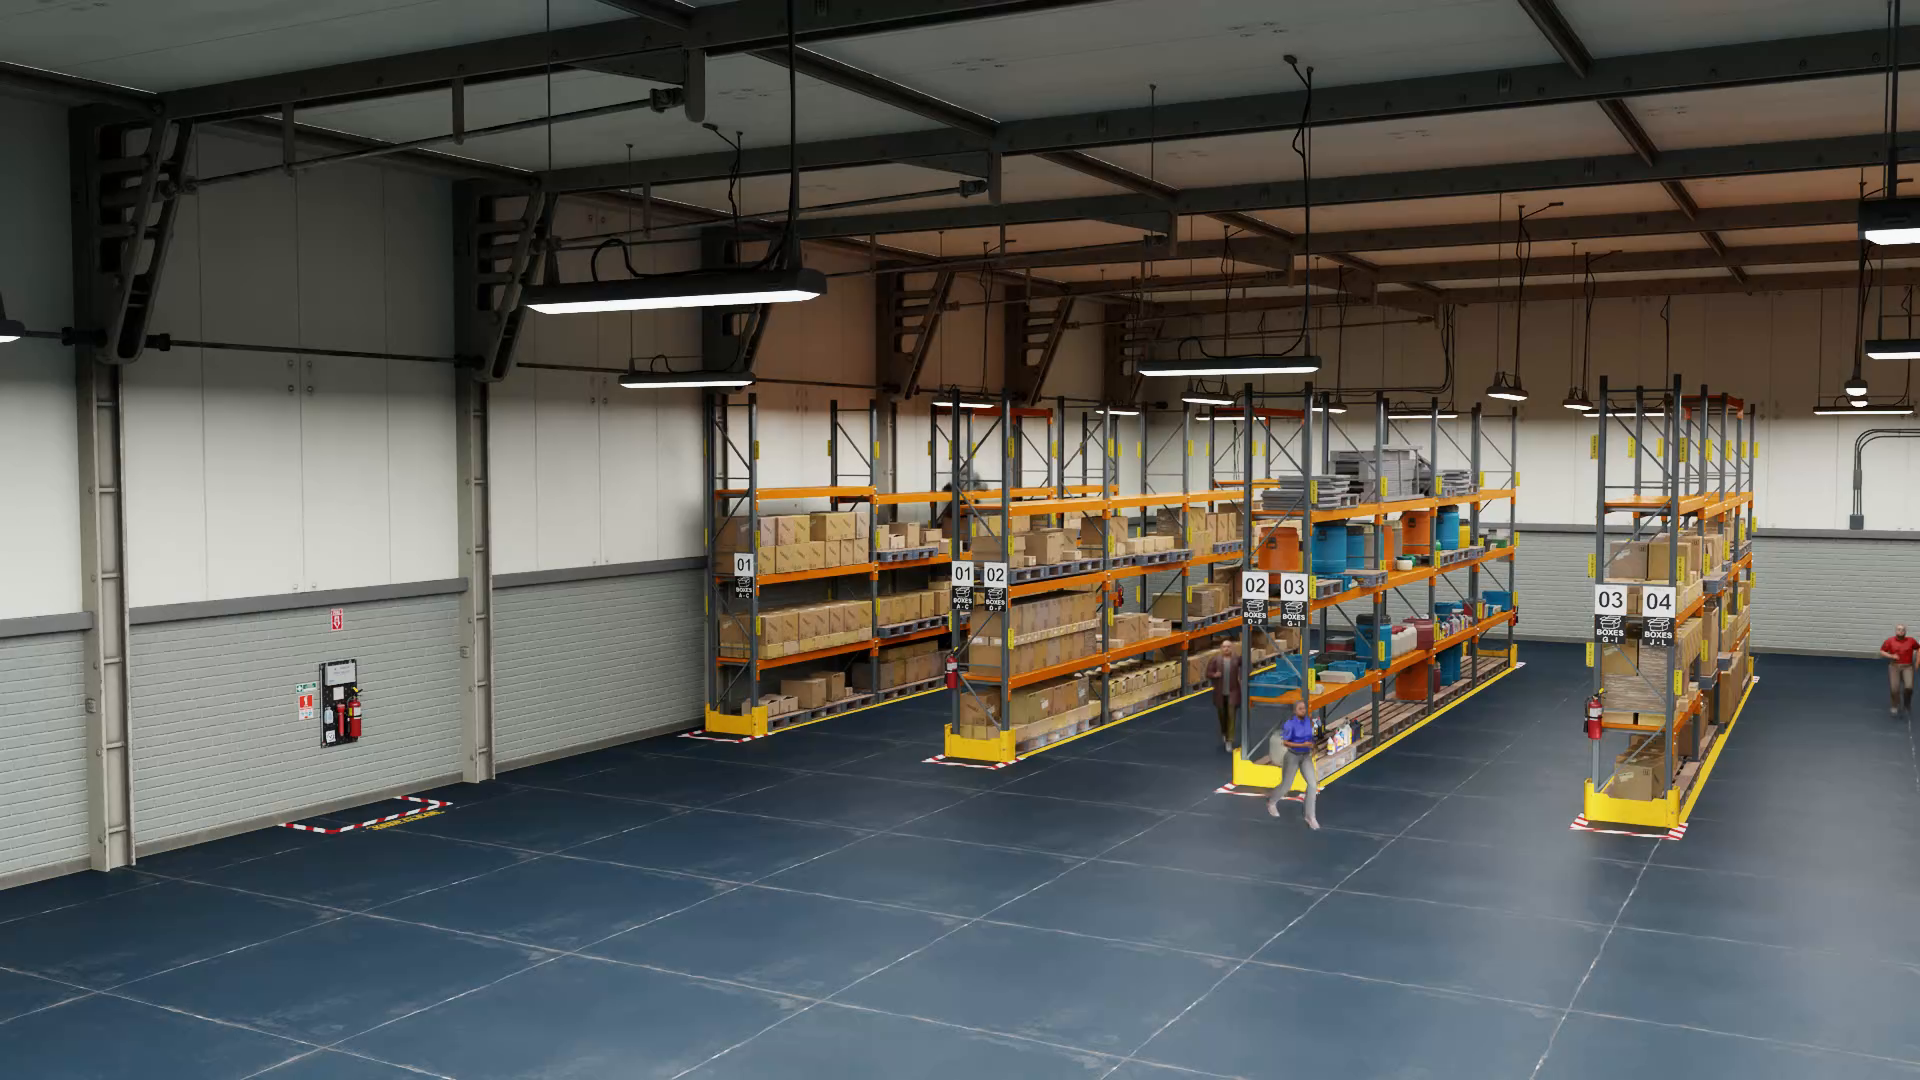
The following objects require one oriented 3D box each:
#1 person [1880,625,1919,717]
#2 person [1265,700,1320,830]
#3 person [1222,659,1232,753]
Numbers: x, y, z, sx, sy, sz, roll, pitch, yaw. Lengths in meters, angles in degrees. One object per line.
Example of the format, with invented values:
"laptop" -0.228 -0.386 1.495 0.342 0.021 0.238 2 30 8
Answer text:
"person" 17.663 2.461 31.223 0.700 1.748 0.693 1 3 25
"person" 4.500 2.975 22.289 0.587 1.697 0.900 -1 3 -24
"person" 4.460 2.705 27.856 0.611 1.552 0.981 1 3 15
